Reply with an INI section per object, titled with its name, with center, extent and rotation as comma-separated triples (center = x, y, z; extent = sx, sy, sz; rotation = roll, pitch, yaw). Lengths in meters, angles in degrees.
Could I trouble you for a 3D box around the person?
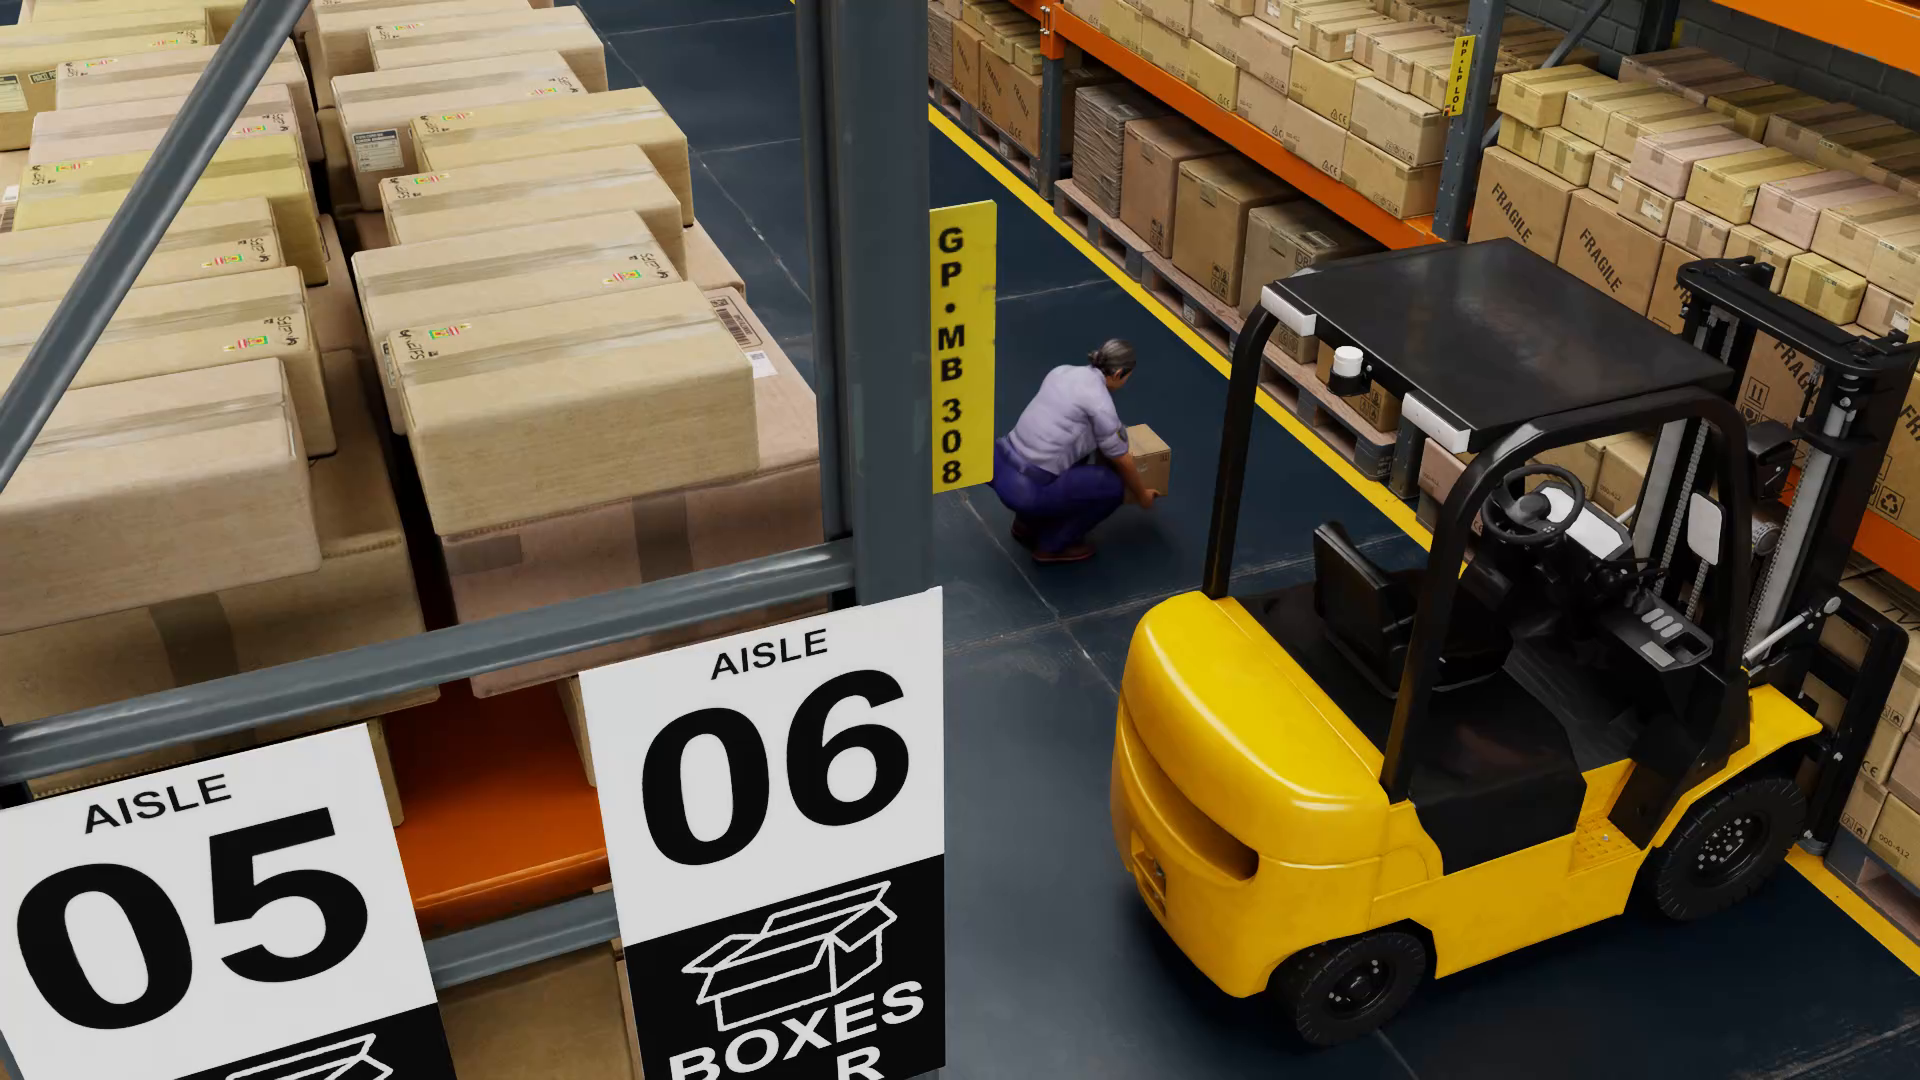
[person]
center = 0.529, -0.399, 7.408
extent = 0.722, 0.940, 0.497
rotation = -14, 36, -20
